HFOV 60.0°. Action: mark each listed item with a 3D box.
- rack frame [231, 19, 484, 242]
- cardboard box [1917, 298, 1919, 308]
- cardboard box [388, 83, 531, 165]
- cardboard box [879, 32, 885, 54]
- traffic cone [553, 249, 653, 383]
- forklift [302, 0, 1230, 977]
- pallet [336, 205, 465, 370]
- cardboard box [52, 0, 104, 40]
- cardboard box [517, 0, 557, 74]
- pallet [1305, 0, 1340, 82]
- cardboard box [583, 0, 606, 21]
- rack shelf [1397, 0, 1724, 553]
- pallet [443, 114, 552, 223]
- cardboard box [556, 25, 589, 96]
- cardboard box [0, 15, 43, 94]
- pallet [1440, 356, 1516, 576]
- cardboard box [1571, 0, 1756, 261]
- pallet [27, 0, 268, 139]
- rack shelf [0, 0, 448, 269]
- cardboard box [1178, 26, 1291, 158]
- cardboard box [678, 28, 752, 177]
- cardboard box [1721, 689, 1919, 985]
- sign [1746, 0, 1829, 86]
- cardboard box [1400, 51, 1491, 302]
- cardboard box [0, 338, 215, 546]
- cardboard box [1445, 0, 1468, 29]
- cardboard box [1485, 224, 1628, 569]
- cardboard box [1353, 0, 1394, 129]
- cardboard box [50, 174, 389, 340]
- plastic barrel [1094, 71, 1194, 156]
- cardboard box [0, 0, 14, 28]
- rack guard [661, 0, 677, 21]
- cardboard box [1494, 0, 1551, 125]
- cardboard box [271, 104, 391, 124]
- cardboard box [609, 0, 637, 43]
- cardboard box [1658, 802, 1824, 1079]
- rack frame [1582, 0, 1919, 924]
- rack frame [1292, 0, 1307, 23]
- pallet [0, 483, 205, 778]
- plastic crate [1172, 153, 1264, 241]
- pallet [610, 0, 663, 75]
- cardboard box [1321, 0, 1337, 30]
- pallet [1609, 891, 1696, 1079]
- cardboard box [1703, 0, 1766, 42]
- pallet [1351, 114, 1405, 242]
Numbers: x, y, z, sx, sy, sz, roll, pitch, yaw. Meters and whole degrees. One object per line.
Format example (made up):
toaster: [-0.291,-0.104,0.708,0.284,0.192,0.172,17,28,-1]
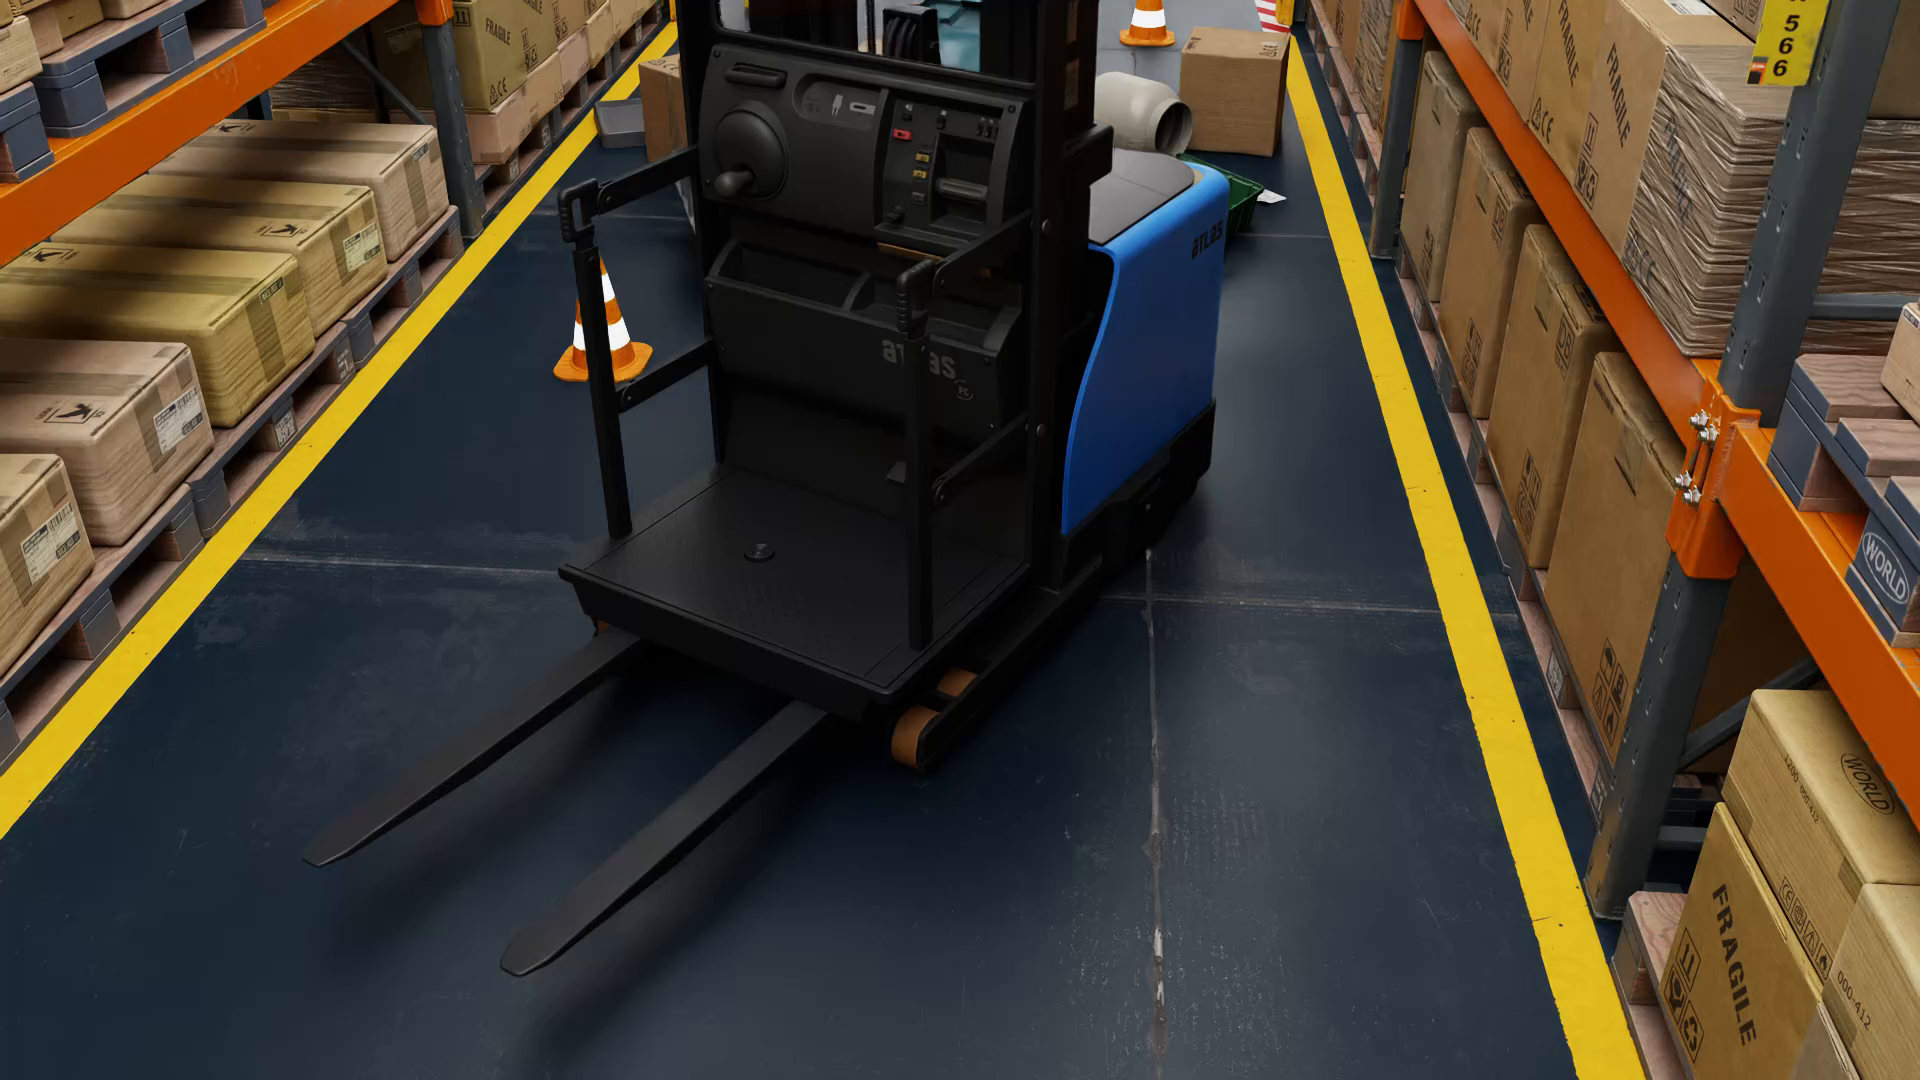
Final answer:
rack frame: [-2.653,-2.660,6.707,1.000,3.000,0.127,2,32,4]
cardboard box: [1.724,-0.364,2.538,0.380,0.149,0.250,4,32,6]
cardboard box: [-2.336,-1.965,7.801,0.500,0.250,0.500,1,32,2]
cardboard box: [-0.015,-2.231,8.261,0.797,0.637,0.503,2,32,4]
traffic cone: [-1.359,-0.872,6.224,0.336,0.463,0.334,2,32,4]
forklift: [-0.376,-0.935,3.974,1.130,2.935,3.031,18,36,27]
pallet: [-2.715,-1.066,6.778,1.003,0.211,1.213,2,32,4]
cardboard box: [-2.673,-1.512,4.683,0.380,0.149,0.250,4,32,6]
cardboard box: [-2.304,-2.565,8.059,0.500,0.500,0.500,4,32,6]
pallet: [2.627,-2.985,9.892,1.003,0.211,1.213,2,32,4]
cardboard box: [-2.220,-3.113,8.947,0.500,0.500,0.500,2,32,3]
rack shelf: [2.126,-1.150,4.942,1.077,0.370,4.000,2,32,4]
pallet: [-2.633,-1.826,8.011,1.003,0.211,1.213,2,32,4]
cardboard box: [-2.263,-2.522,8.705,0.500,0.250,0.500,2,32,3]
cardboard box: [-2.599,-1.233,4.231,0.380,0.149,0.250,3,32,4]
pallet: [2.204,-0.268,5.484,1.003,0.211,1.213,2,32,4]
cardboard box: [1.774,-0.960,3.854,0.500,0.500,0.500,2,32,4]
pallet: [-2.858,-1.524,5.046,1.003,0.211,1.213,2,32,4]
rack shelf: [-2.816,-1.308,5.199,1.077,0.370,4.000,2,32,4]
cardboard box: [1.392,-2.294,8.494,0.500,0.500,0.500,8,32,12]
cardboard box: [-0.876,-1.858,7.067,0.500,0.500,0.500,2,32,4]
cardboard box: [1.666,0.506,2.837,0.500,0.250,0.500,1,32,2]
sign: [1.410,-0.925,2.788,0.100,0.325,0.005,2,32,4]
cardboard box: [2.328,-1.394,6.397,1.050,0.750,0.750,2,32,4]
cardboard box: [-2.871,-0.310,4.998,0.950,0.372,0.625,2,32,3]
cardboard box: [1.938,-2.017,5.568,0.500,0.500,0.500,3,32,4]
cardboard box: [2.170,-0.403,4.789,1.050,0.750,0.750,3,32,5]
cardboard box: [2.479,-2.573,8.191,0.875,0.875,0.875,3,32,4]
cardboard box: [-2.748,-1.070,6.231,0.950,0.372,0.625,4,32,7]
plastic barrel: [0.852,-2.064,8.195,0.512,0.421,0.421,27,41,37]
cardboard box: [-2.676,-1.415,3.907,0.500,0.500,0.500,4,32,7]
rack guard: [-2.333,-3.648,10.693,1.175,0.500,0.348,2,32,4]
cardboard box: [1.853,-1.490,4.713,0.500,0.500,0.500,3,32,5]
cardboard box: [-2.873,-1.989,7.839,0.500,0.250,0.500,4,32,6]
cardboard box: [-2.175,-3.055,9.569,0.500,0.250,0.500,3,32,4]
cardboard box: [1.651,0.834,3.019,0.500,0.500,0.500,1,32,2]
rack frame: [1.963,-0.410,3.056,1.000,3.000,0.127,2,32,4]
rack frame: [2.615,-4.593,9.844,1.000,3.000,0.127,2,32,4]
pallet: [-2.913,0.210,4.708,1.003,0.211,1.213,2,32,4]
plastic crate: [0.997,-1.476,7.411,0.450,0.188,0.662,29,41,23]
pallet: [-2.435,-3.102,10.082,1.003,0.211,1.213,2,32,4]
cardboard box: [2.625,-3.510,9.711,0.875,0.875,0.875,3,32,4]
pallet: [1.898,1.186,3.125,1.003,0.211,1.213,2,32,4]
cardboard box: [2.050,-1.377,3.577,0.700,0.500,0.500,2,32,3]
pallet: [2.429,-1.709,7.822,1.003,0.211,1.213,2,32,4]
